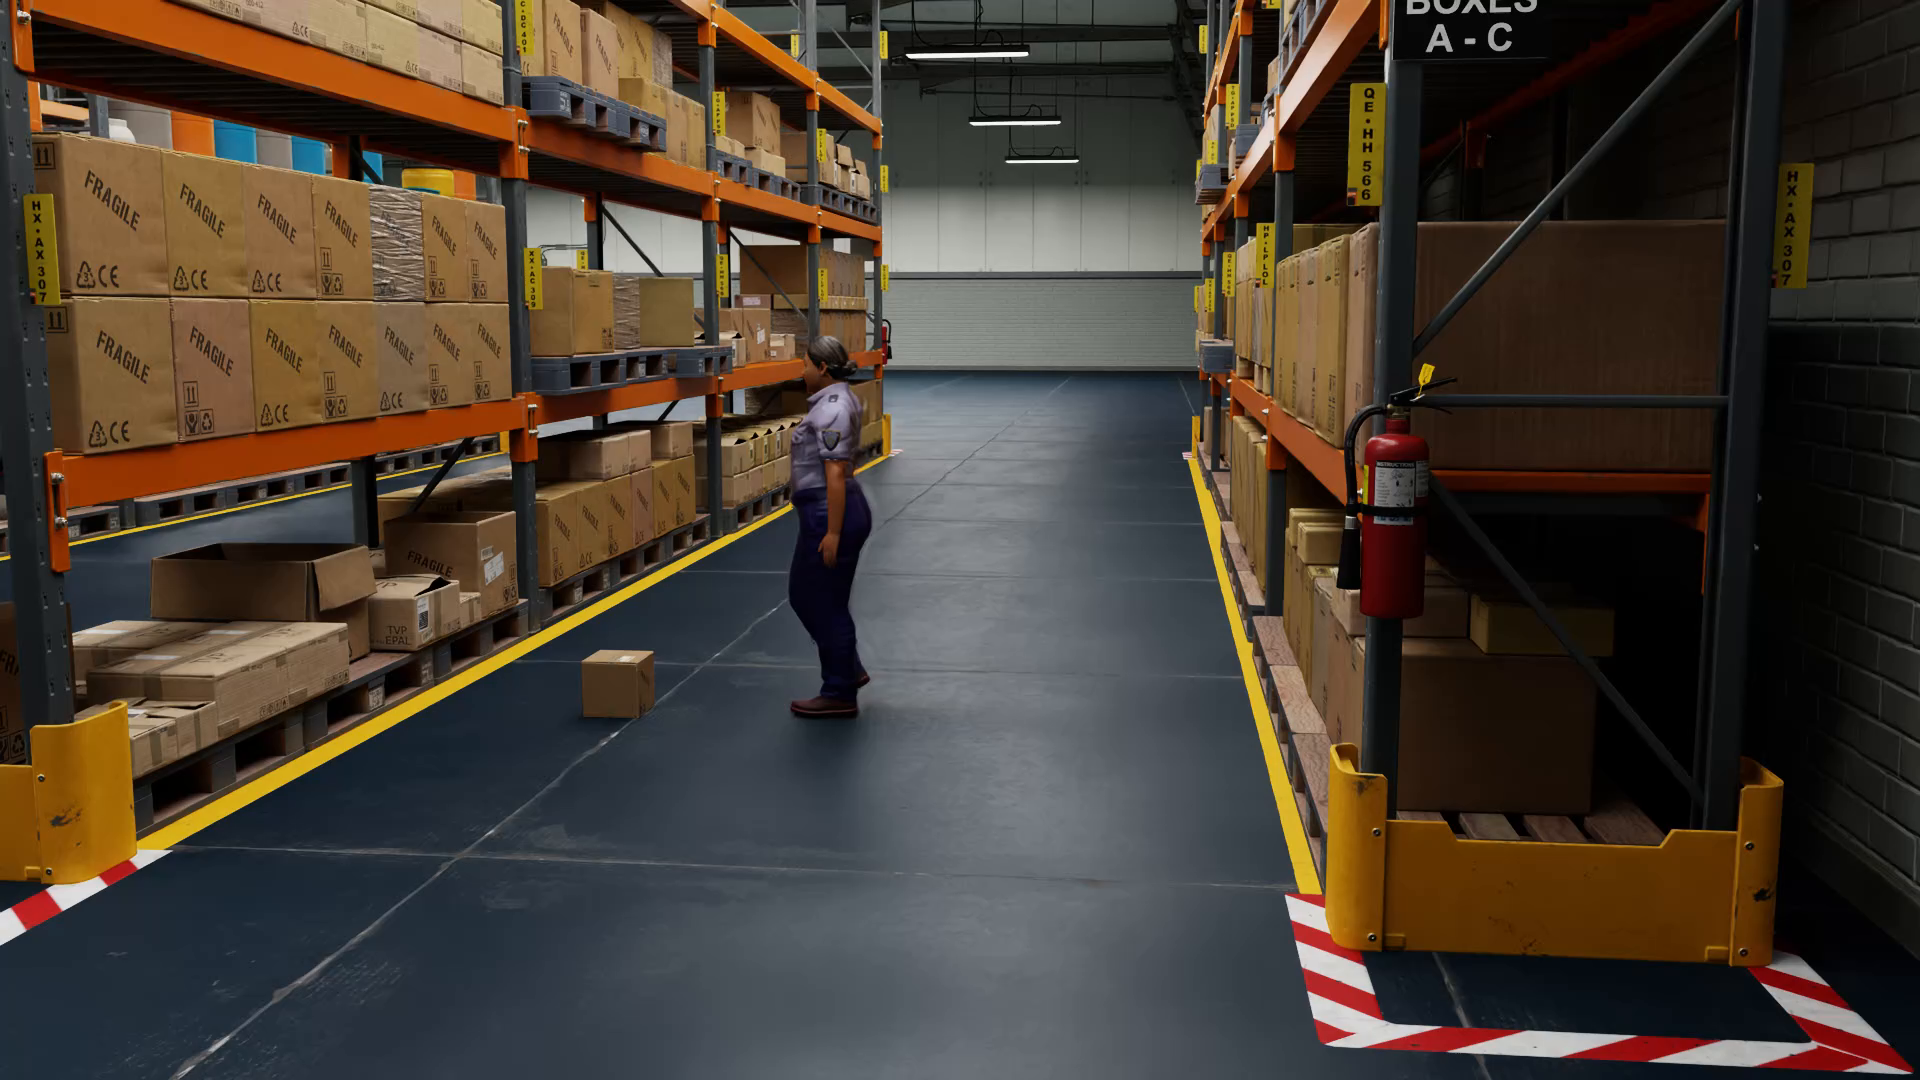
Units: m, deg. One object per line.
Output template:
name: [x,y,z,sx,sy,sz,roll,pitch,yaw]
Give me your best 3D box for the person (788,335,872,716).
person: [-0.587,-0.046,7.224,0.398,1.674,0.487,1,8,5]
